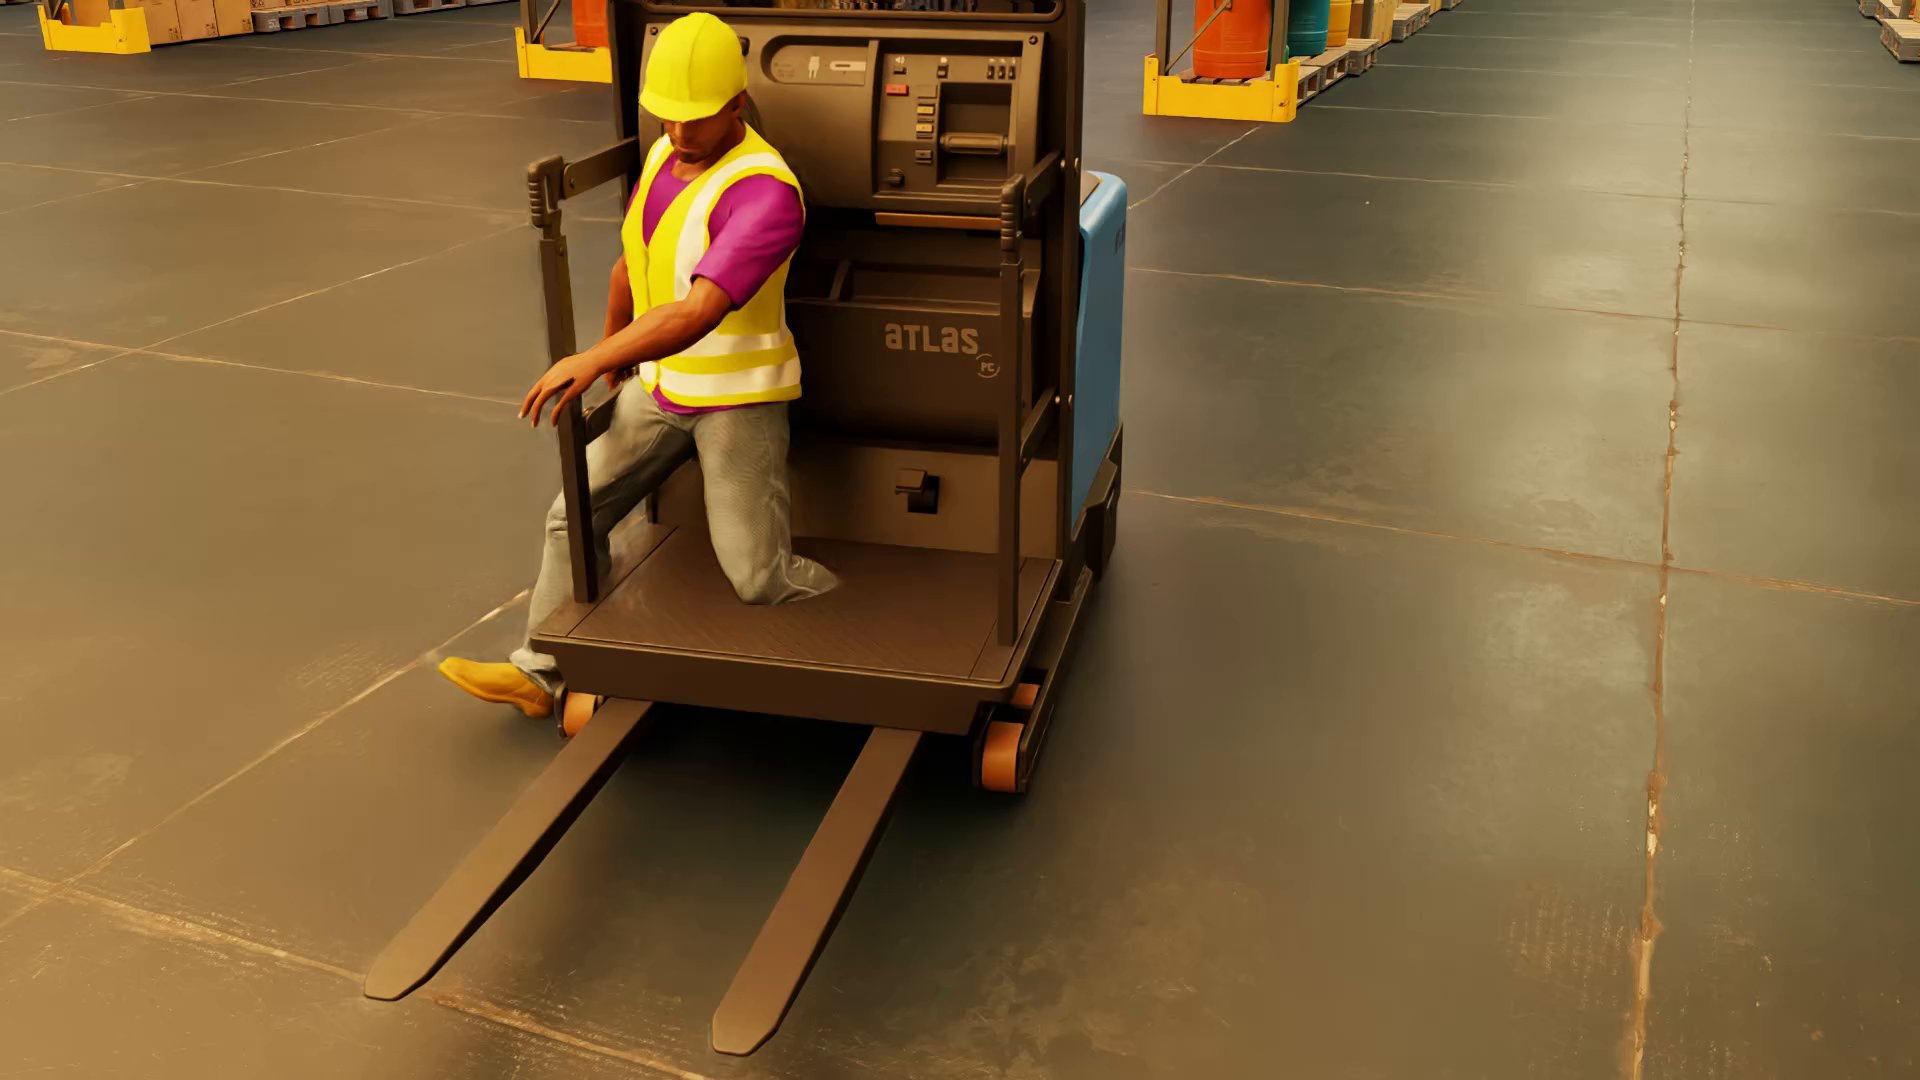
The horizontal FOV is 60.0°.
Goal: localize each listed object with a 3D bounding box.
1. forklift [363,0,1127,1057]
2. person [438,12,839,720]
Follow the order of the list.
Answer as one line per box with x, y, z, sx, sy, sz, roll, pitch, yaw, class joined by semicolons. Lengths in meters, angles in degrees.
-0.320;-0.941;3.544;1.130;2.935;3.031;5;23;12;forklift
-0.711;-0.349;3.808;0.991;1.653;0.807;-18;29;-37;person
